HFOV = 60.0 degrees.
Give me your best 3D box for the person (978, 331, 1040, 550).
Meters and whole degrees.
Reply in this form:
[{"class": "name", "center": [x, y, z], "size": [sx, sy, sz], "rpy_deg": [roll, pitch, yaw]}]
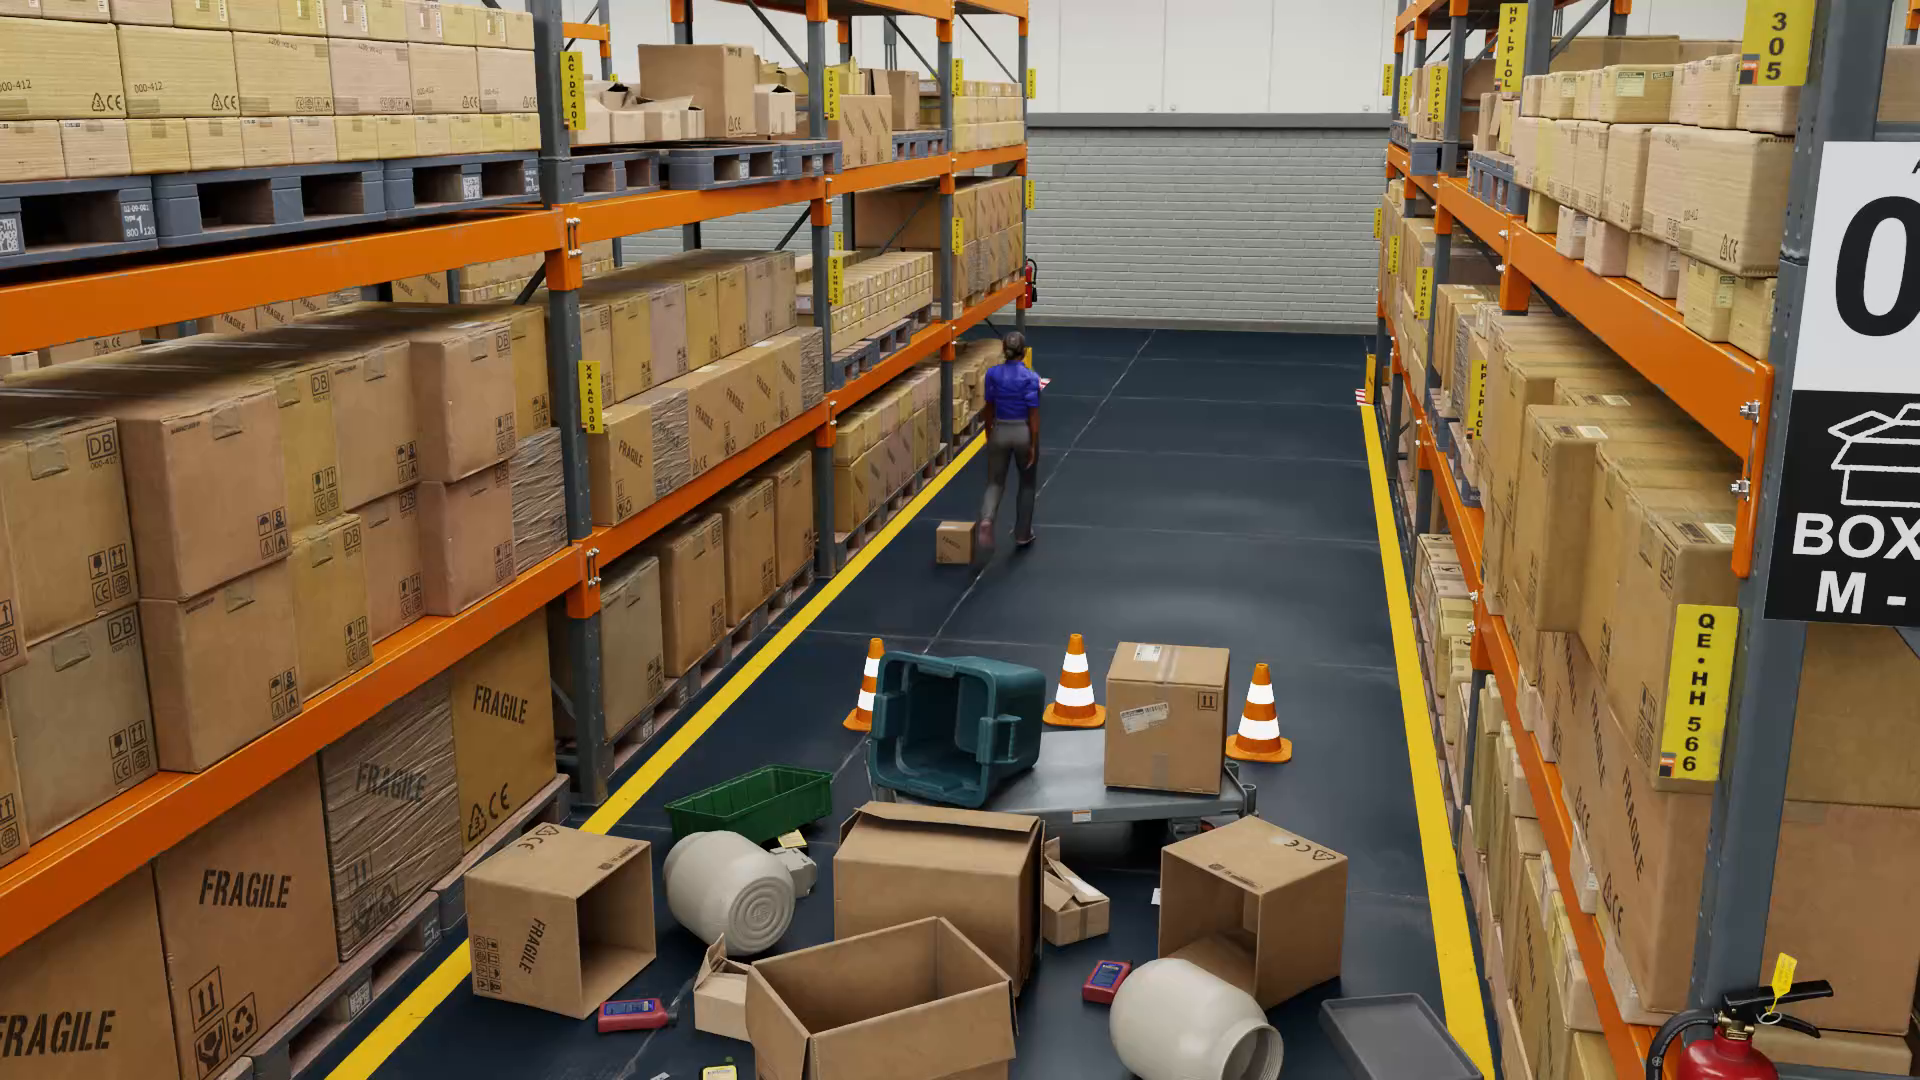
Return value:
[{"class": "person", "center": [0.373, -0.723, 12.202], "size": [0.439, 1.623, 0.795], "rpy_deg": [4, 15, 14]}]
